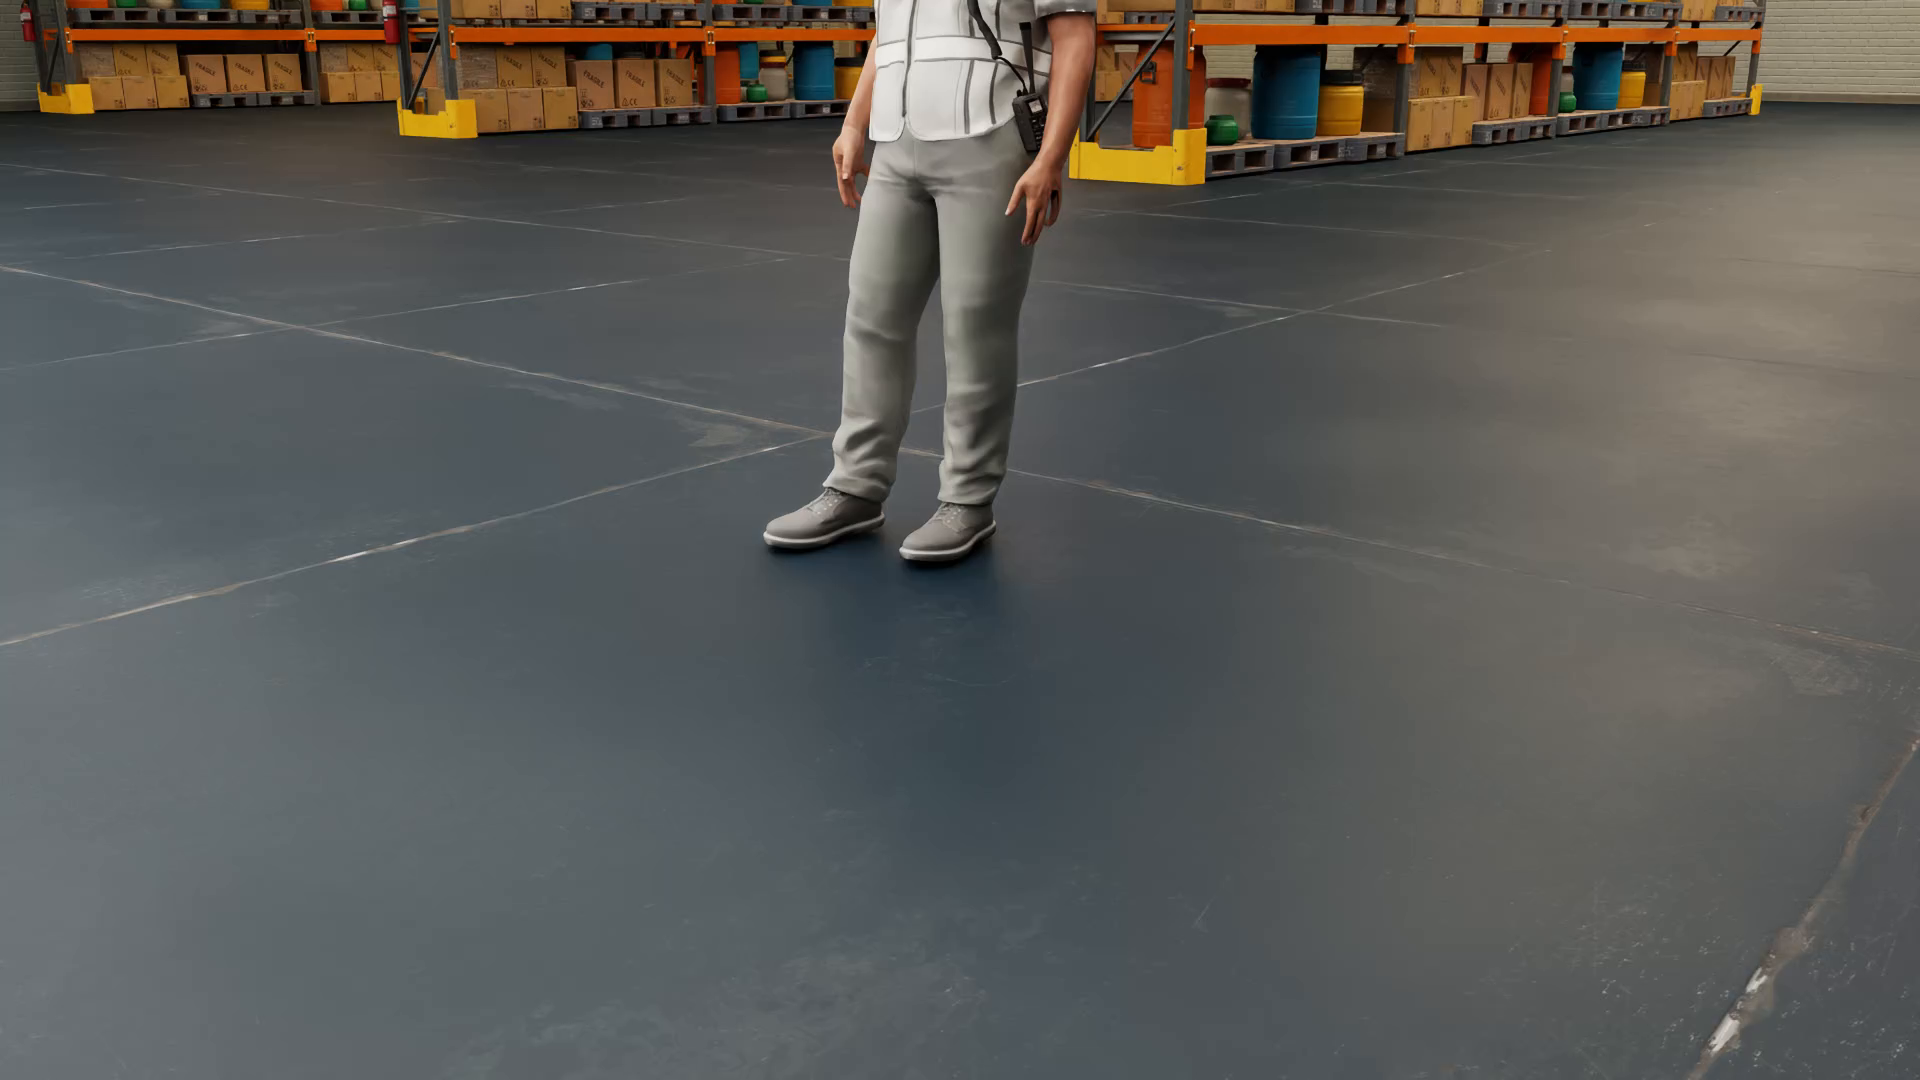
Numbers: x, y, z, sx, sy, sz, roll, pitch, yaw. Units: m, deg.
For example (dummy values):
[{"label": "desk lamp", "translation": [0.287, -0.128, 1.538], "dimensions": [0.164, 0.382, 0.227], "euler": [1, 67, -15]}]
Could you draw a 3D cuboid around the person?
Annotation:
[{"label": "person", "translation": [-0.059, -0.844, 3.631], "dimensions": [0.640, 1.781, 0.575], "euler": [13, 21, 37]}]
